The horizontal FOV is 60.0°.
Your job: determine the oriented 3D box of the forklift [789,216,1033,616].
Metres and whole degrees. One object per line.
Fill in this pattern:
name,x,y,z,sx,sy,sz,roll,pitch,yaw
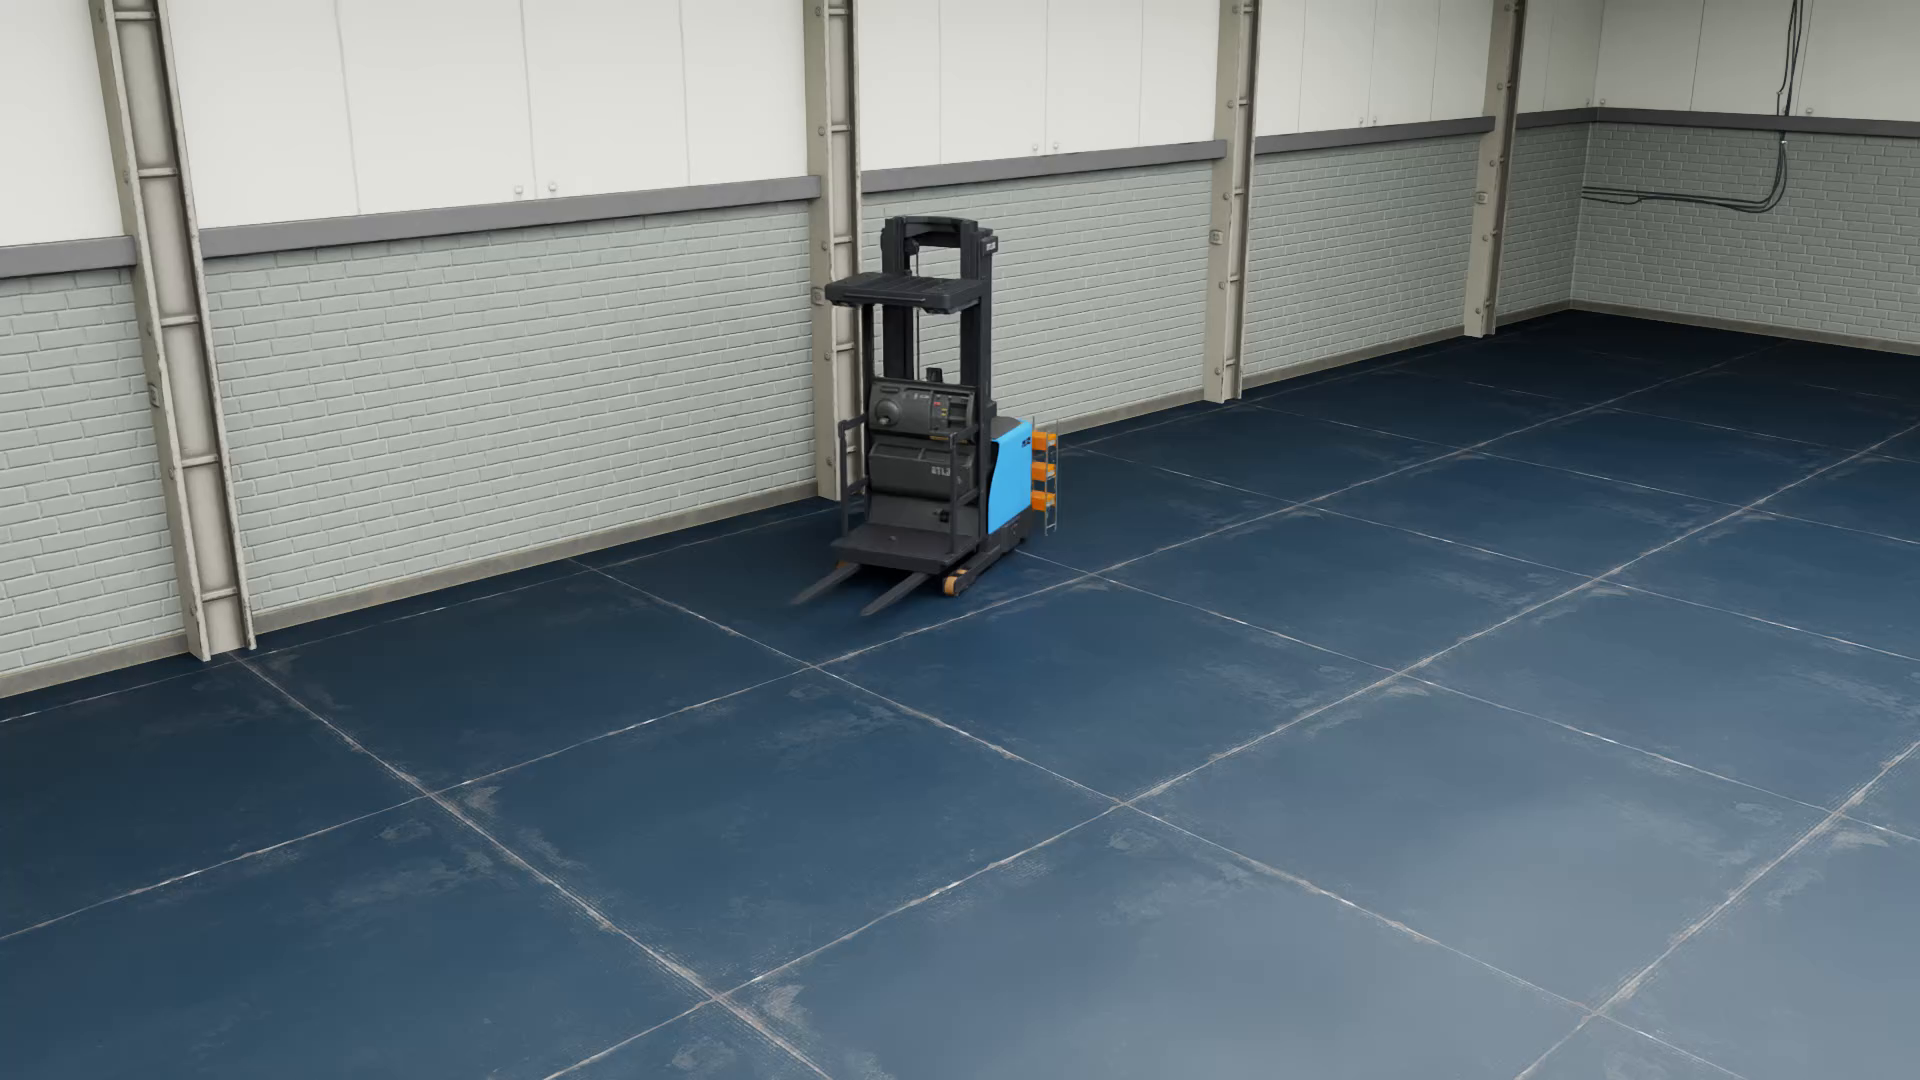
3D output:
forklift,-0.401,-1.083,13.572,1.130,2.935,3.031,8,19,22

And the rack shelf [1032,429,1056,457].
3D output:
rack shelf,0.723,-0.840,14.987,0.240,0.259,0.215,11,21,31

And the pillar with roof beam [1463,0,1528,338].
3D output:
pillar with roof beam,10.510,-6.312,19.863,0.400,9.000,9.100,-16,24,-41

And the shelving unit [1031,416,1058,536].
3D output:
shelving unit,0.723,-0.580,15.071,0.252,1.050,0.215,11,21,31

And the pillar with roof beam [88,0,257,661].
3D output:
pillar with roof beam,-2.569,-2.498,8.100,0.400,9.000,9.100,-16,24,-41

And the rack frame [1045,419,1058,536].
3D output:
rack frame,0.826,-0.560,15.009,0.008,1.050,0.200,11,21,31

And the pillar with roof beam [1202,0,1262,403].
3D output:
pillar with roof beam,6.150,-5.041,15.942,0.400,9.000,9.100,-16,24,-41

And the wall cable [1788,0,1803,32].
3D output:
wall cable,12.460,-7.924,21.681,0.112,2.526,3.097,-16,24,-41

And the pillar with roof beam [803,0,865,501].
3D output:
pillar with roof beam,1.790,-3.770,12.021,0.400,9.000,9.100,-16,24,-41

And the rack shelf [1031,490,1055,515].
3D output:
rack shelf,0.723,-0.305,15.160,0.240,0.259,0.215,11,21,31

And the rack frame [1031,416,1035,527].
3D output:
rack frame,0.620,-0.600,15.133,0.008,1.050,0.200,11,21,31

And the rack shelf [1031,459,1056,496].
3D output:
rack shelf,0.723,-0.570,15.074,0.240,0.259,0.215,11,21,31

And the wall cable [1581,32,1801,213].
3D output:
wall cable,10.601,-6.128,24.329,0.112,2.526,3.097,-16,24,-41
